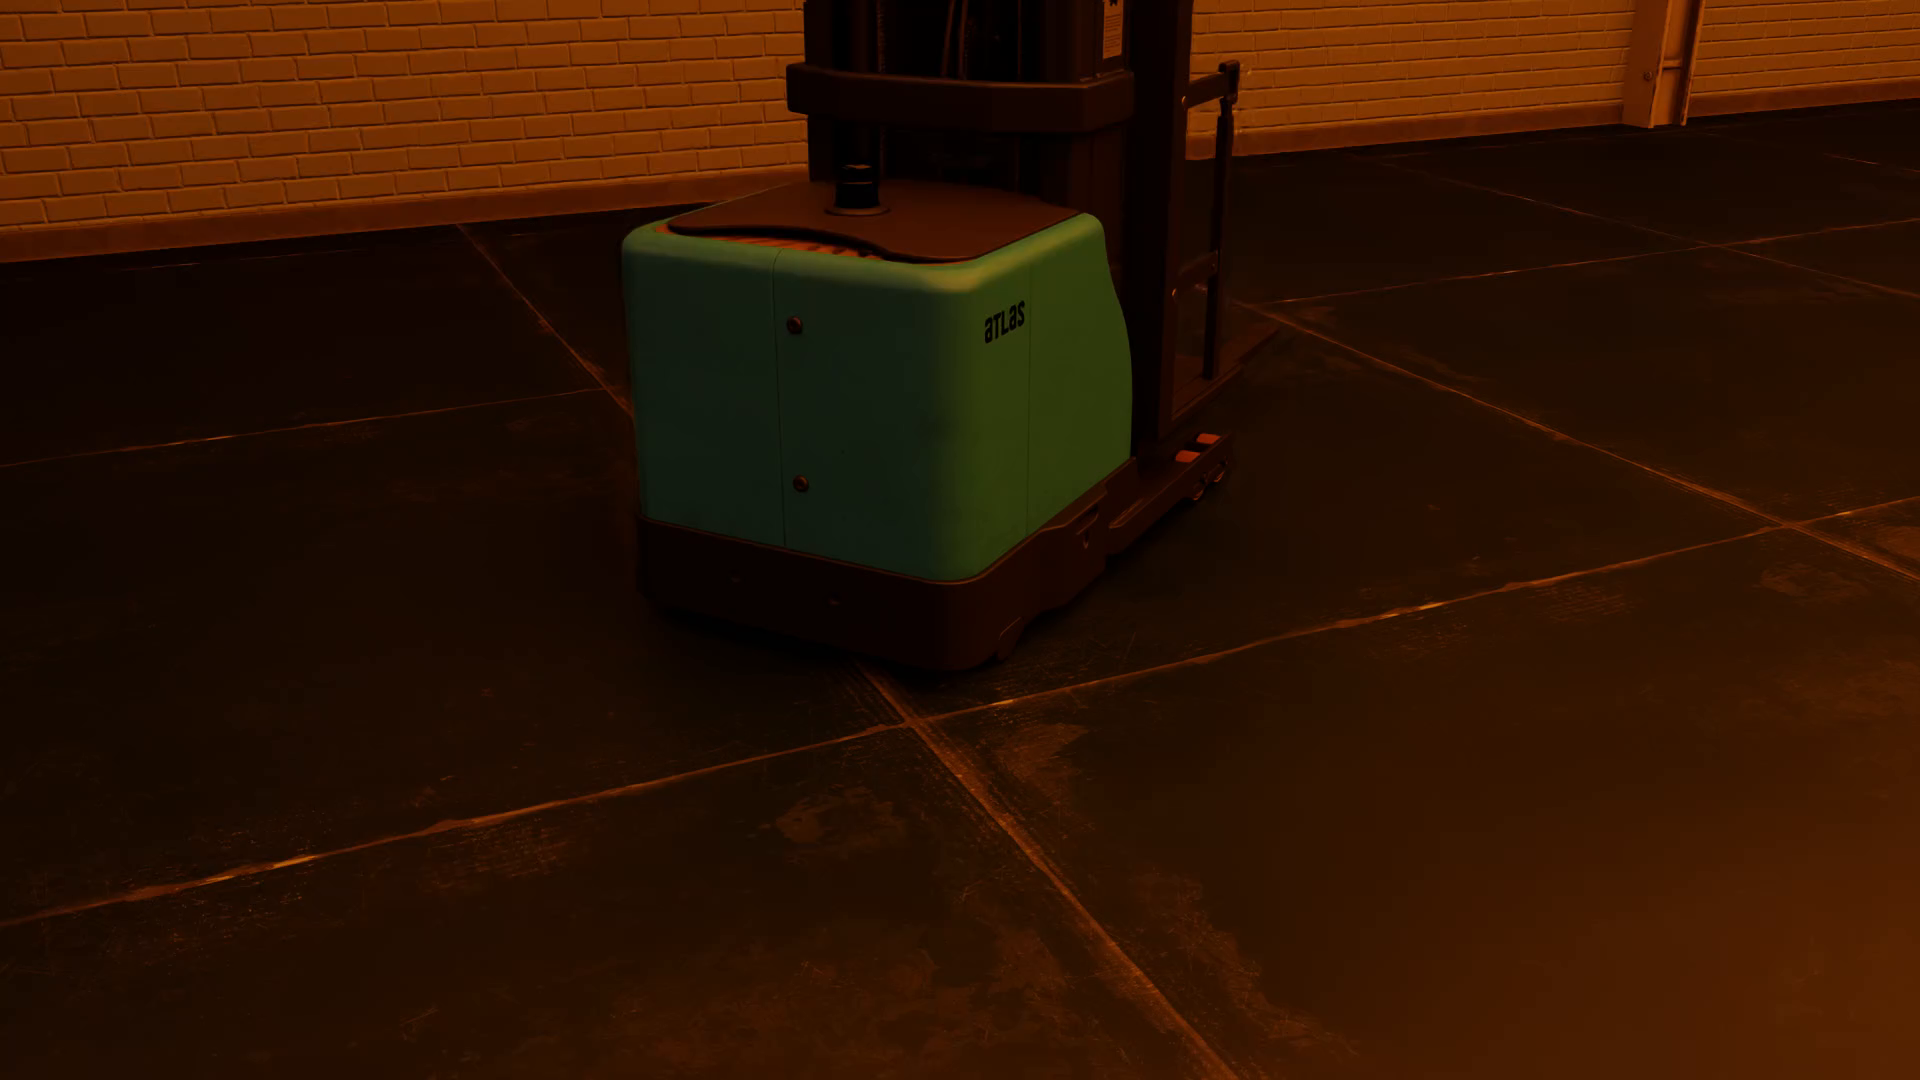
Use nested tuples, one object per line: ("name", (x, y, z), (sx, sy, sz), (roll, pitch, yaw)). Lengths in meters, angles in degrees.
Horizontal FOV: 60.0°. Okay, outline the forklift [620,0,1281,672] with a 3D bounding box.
("forklift", (0.261, -1.552, 5.022), (1.130, 2.935, 3.031), (12, 25, 26))
